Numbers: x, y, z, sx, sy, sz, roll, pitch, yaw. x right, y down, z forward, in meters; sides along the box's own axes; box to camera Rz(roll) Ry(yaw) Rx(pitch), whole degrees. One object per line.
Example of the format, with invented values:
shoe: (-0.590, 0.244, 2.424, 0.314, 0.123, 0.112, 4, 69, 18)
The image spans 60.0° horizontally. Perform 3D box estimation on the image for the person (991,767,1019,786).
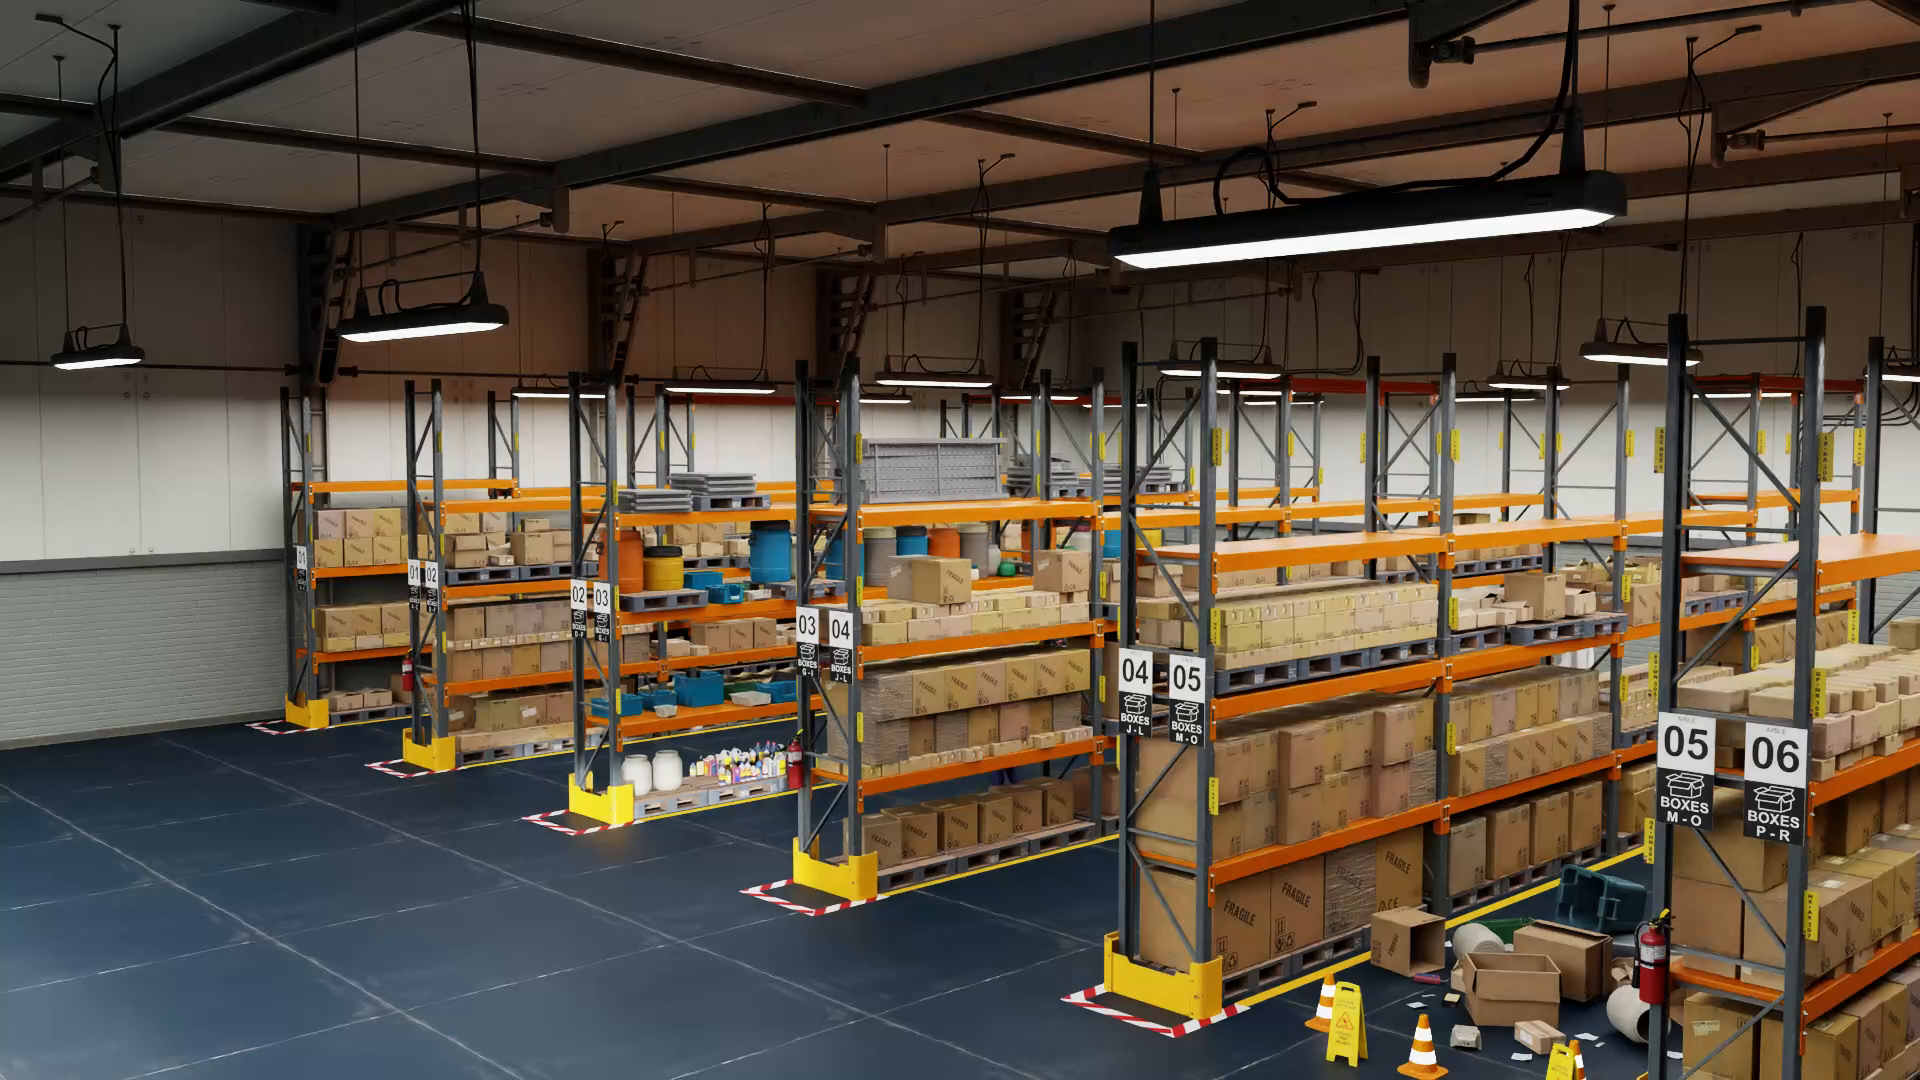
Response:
person: (0.614, 2.865, 23.219, 0.422, 1.642, 0.579, 3, 5, 38)

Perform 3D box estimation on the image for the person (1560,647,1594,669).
person: (11.160, 2.351, 30.157, 0.619, 1.792, 0.555, 3, 5, 40)
